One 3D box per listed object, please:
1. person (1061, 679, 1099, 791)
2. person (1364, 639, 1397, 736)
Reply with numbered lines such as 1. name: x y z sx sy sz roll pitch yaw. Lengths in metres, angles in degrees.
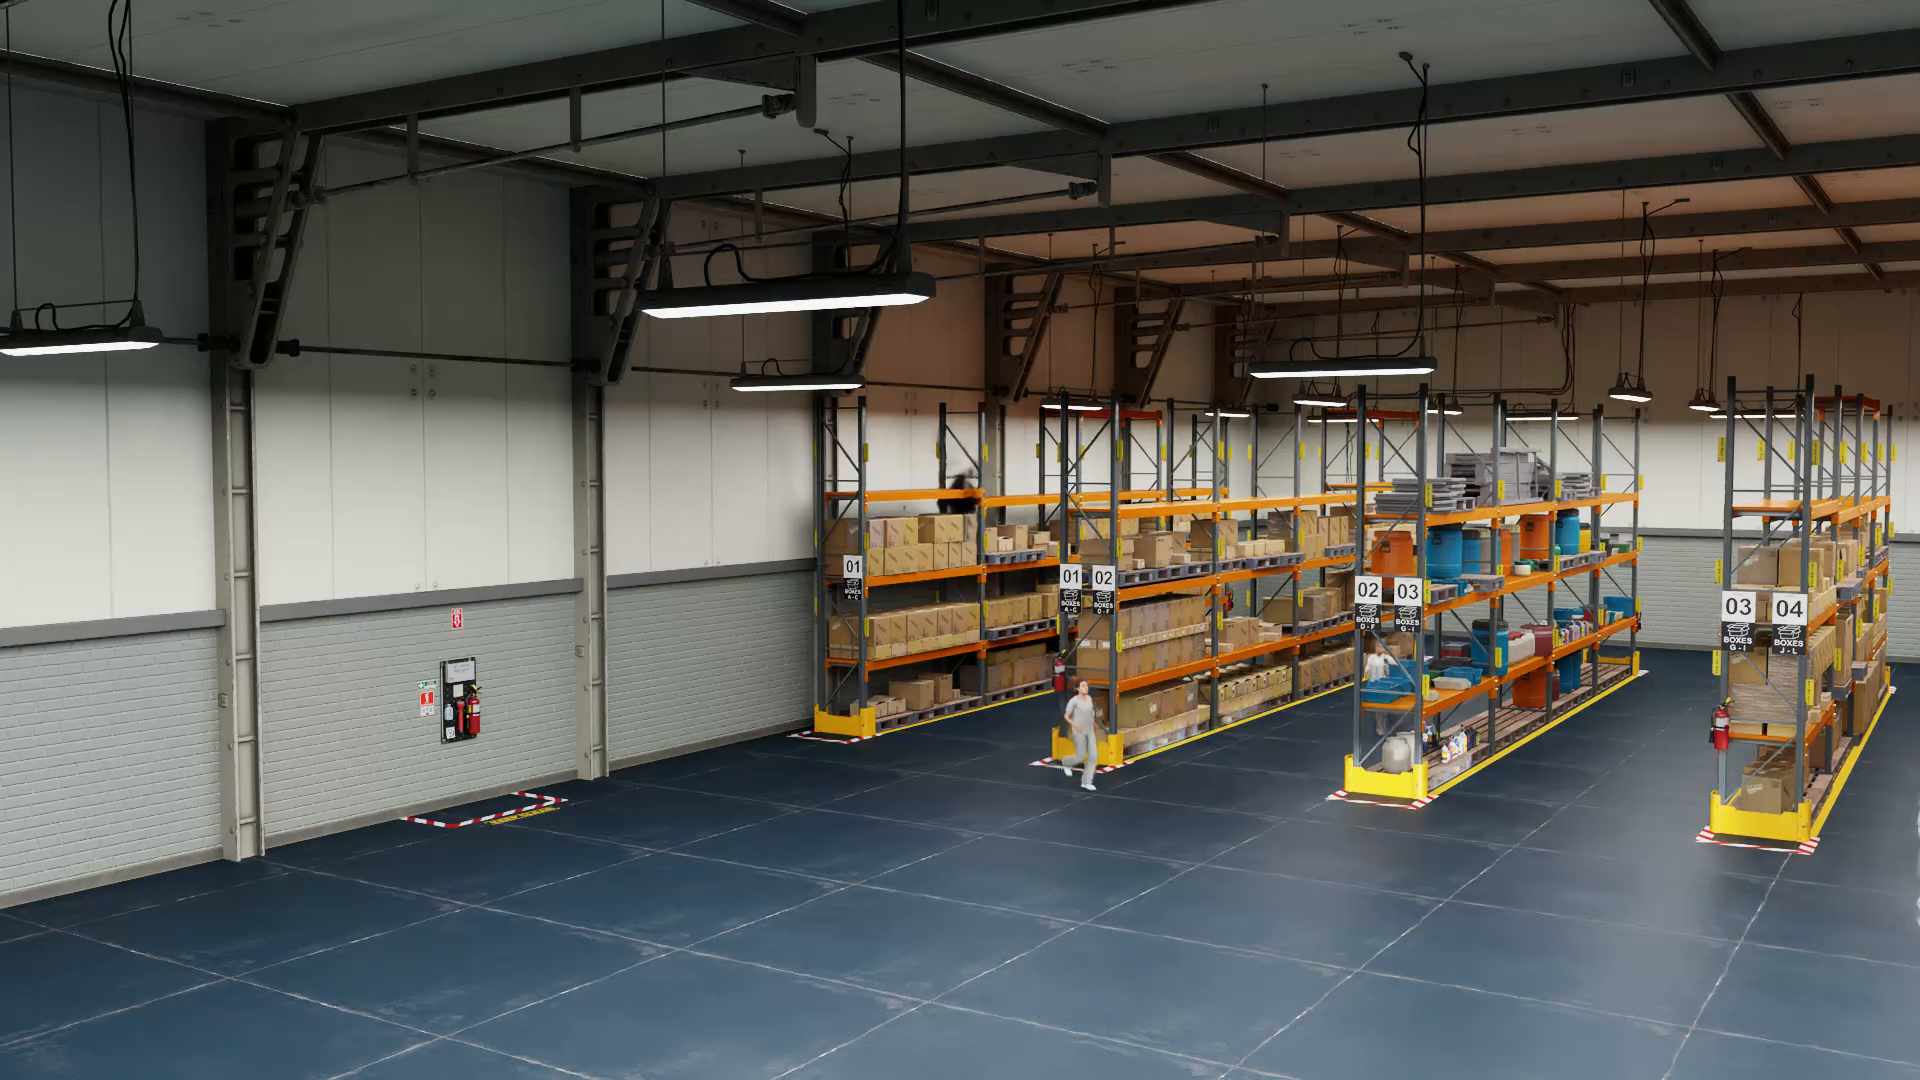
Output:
1. person: 1.810 2.884 24.867 0.576 1.639 0.740 -2 4 -32
2. person: 7.447 2.614 29.523 0.592 1.728 0.659 2 4 36
